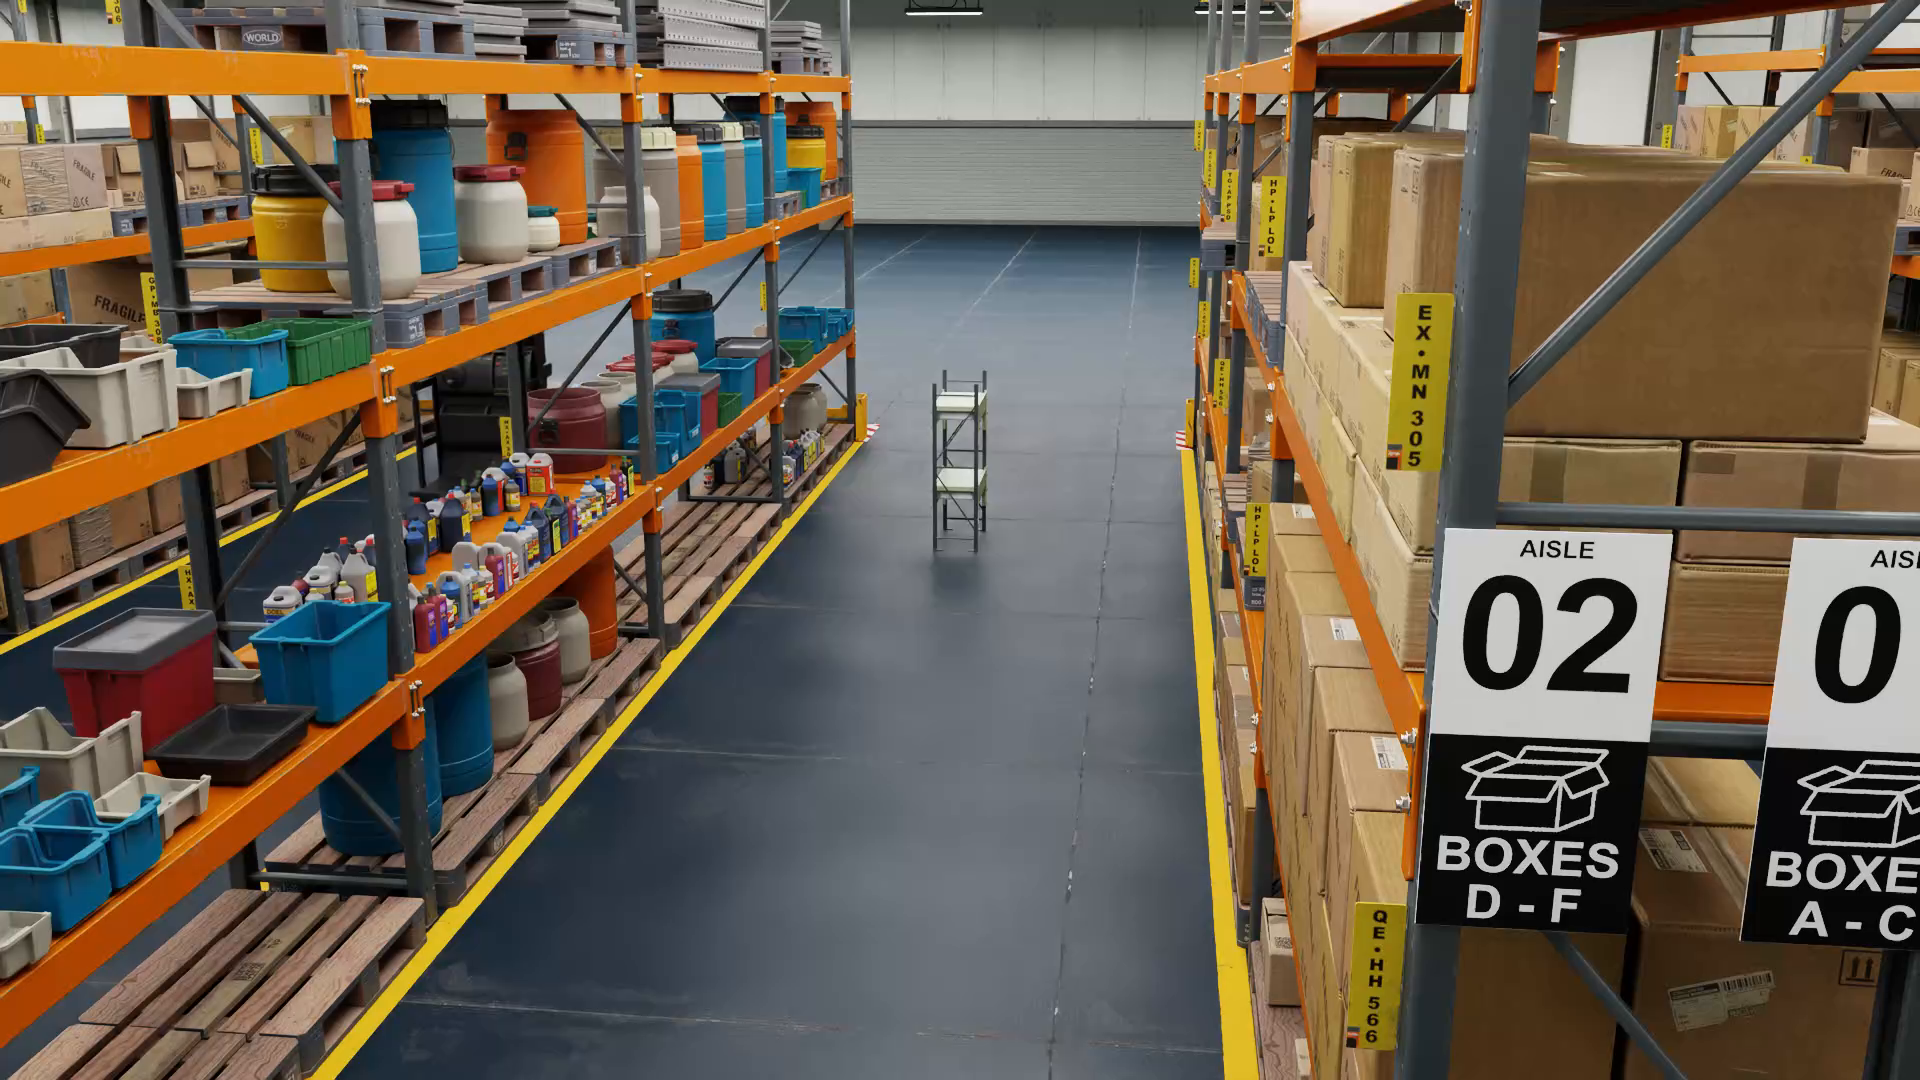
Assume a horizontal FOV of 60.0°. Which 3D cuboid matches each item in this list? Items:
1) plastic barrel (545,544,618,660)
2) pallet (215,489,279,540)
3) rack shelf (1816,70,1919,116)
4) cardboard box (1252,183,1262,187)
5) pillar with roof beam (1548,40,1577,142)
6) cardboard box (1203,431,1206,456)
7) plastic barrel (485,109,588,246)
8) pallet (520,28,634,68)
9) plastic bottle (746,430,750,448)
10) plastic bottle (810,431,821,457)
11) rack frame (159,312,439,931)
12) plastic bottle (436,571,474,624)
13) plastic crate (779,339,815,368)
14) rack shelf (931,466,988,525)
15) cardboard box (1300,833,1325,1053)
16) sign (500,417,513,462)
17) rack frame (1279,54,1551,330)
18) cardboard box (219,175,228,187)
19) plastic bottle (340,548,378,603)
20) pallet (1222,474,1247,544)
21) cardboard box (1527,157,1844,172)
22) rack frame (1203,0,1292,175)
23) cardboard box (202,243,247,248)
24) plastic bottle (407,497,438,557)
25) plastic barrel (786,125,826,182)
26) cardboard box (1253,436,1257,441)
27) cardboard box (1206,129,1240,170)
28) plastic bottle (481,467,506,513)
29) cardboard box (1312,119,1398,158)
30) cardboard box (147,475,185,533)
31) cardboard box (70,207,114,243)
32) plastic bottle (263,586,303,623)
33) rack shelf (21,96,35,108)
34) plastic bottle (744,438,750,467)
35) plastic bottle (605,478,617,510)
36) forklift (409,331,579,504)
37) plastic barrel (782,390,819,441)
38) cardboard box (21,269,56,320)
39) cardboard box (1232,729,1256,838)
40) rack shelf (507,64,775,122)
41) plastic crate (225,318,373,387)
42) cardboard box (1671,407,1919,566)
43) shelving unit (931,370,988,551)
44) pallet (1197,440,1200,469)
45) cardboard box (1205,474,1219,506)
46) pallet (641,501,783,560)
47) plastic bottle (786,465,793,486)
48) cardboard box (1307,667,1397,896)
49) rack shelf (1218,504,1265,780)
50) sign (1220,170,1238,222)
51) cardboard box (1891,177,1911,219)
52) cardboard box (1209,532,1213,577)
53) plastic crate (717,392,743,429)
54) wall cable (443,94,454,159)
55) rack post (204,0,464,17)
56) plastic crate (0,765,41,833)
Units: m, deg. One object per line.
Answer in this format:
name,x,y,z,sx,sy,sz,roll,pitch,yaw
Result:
plastic barrel,-2.672,0.362,11.429,0.600,0.830,0.708,2,15,6
pallet,-7.190,-0.245,15.665,1.003,0.211,1.213,2,15,6
rack shelf,7.436,-3.193,11.874,1.077,0.370,4.000,2,15,6
cardboard box,2.463,-2.585,12.711,0.500,0.250,0.500,0,15,2
pillar with roof beam,5.970,-8.321,28.696,9.100,9.000,0.400,2,15,6
cardboard box,2.695,-1.124,16.598,0.500,0.500,0.500,2,15,6
plastic barrel,-2.700,-2.321,10.625,0.600,0.830,0.708,2,15,6
pallet,-2.745,-3.036,10.277,1.213,0.211,1.003,2,15,6
plastic bottle,-2.289,-1.067,17.722,0.061,0.283,0.133,2,15,7
plastic bottle,-1.558,-1.029,17.595,0.152,0.276,0.135,2,15,7
rack frame,-3.085,0.427,7.835,1.000,3.000,0.127,2,15,6
plastic bottle,-2.613,0.284,8.605,0.152,0.276,0.135,2,15,6
plastic crate,-1.748,-1.889,16.807,0.450,0.188,0.662,2,15,6
rack shelf,0.001,-0.411,15.058,0.431,0.370,0.720,2,15,6
cardboard box,1.282,1.175,4.877,0.500,0.500,0.500,2,15,7
sign,-3.181,-0.703,11.703,0.100,0.325,0.005,2,15,6
rack frame,1.837,-2.322,6.509,1.000,3.000,0.127,2,15,6
cardboard box,-7.233,-3.521,16.213,0.380,0.149,0.250,2,15,7
plastic bottle,-3.163,0.207,8.743,0.144,0.351,0.185,2,15,6
pallet,2.281,-0.193,10.496,1.213,0.211,1.003,2,15,6
cardboard box,1.567,-0.628,3.885,0.700,0.500,0.500,2,15,6
rack frame,3.191,-5.434,18.019,1.000,3.000,0.127,2,15,6
cardboard box,-7.271,-2.722,16.807,0.500,0.500,0.500,2,15,6
plastic bottle,-3.182,-0.083,9.815,0.144,0.351,0.185,2,15,6
plastic barrel,-1.733,-4.127,17.767,0.600,0.588,0.600,0,15,0
cardboard box,2.376,-0.674,12.391,0.380,0.149,0.250,3,15,10
cardboard box,2.732,-3.882,16.761,0.500,0.500,0.500,2,15,6
plastic bottle,-3.056,-0.327,10.864,0.152,0.276,0.135,2,15,6
cardboard box,2.117,-2.065,9.197,0.500,0.500,0.500,2,15,6
cardboard box,-7.329,-0.372,14.738,0.700,0.500,0.500,0,15,1
cardboard box,-7.142,-2.513,13.249,0.500,0.250,0.500,2,15,7
plastic bottle,-3.361,0.376,8.264,0.152,0.276,0.135,2,15,6
rack shelf,-11.795,-4.840,17.966,1.077,0.370,4.000,2,15,6
plastic bottle,-2.209,-0.897,17.093,0.061,0.283,0.133,2,15,6
plastic bottle,-2.312,-0.307,10.933,0.097,0.201,0.097,0,15,0
forklift,-4.524,-1.617,15.527,1.130,2.935,3.031,2,15,7
plastic barrel,-1.785,-1.384,18.494,0.421,0.512,0.421,0,15,0
cardboard box,-11.566,-2.978,20.141,0.875,0.550,0.550,2,15,6
cardboard box,1.672,1.304,8.538,0.500,0.500,0.500,2,15,6
rack shelf,-2.408,-3.484,12.953,1.077,0.370,4.000,2,15,6
plastic crate,-2.832,-0.800,7.032,0.450,0.188,0.662,2,15,6
cardboard box,1.702,-0.131,3.482,0.500,0.250,0.500,2,15,6
shelving unit,0.001,-0.726,14.973,0.431,1.500,0.755,2,15,6
pallet,3.146,-0.992,18.428,1.003,0.211,1.213,2,15,6
cardboard box,2.383,-0.417,14.347,0.500,0.311,0.500,2,15,6
pallet,-2.232,-0.097,15.115,1.003,0.211,1.213,2,15,6
plastic bottle,-1.687,-0.632,16.269,0.097,0.201,0.097,0,15,0
cardboard box,1.272,0.692,4.751,0.500,0.500,0.500,2,15,8
rack shelf,2.062,0.403,9.304,1.077,0.370,4.000,2,15,6
sign,1.737,-2.217,10.727,0.100,0.325,0.005,2,15,6
cardboard box,7.451,-2.664,12.888,0.500,0.311,0.500,2,15,8
cardboard box,2.275,0.120,13.434,0.500,0.250,0.500,2,15,7
plastic crate,-2.098,-1.085,13.835,0.450,0.188,0.662,2,15,6
wall cable,-17.374,-13.017,52.010,3.097,2.526,0.112,2,15,6
rack post,-2.959,-2.650,7.866,0.937,0.300,0.954,1,15,5
plastic crate,-3.559,0.976,6.010,0.416,0.233,0.300,2,15,6
